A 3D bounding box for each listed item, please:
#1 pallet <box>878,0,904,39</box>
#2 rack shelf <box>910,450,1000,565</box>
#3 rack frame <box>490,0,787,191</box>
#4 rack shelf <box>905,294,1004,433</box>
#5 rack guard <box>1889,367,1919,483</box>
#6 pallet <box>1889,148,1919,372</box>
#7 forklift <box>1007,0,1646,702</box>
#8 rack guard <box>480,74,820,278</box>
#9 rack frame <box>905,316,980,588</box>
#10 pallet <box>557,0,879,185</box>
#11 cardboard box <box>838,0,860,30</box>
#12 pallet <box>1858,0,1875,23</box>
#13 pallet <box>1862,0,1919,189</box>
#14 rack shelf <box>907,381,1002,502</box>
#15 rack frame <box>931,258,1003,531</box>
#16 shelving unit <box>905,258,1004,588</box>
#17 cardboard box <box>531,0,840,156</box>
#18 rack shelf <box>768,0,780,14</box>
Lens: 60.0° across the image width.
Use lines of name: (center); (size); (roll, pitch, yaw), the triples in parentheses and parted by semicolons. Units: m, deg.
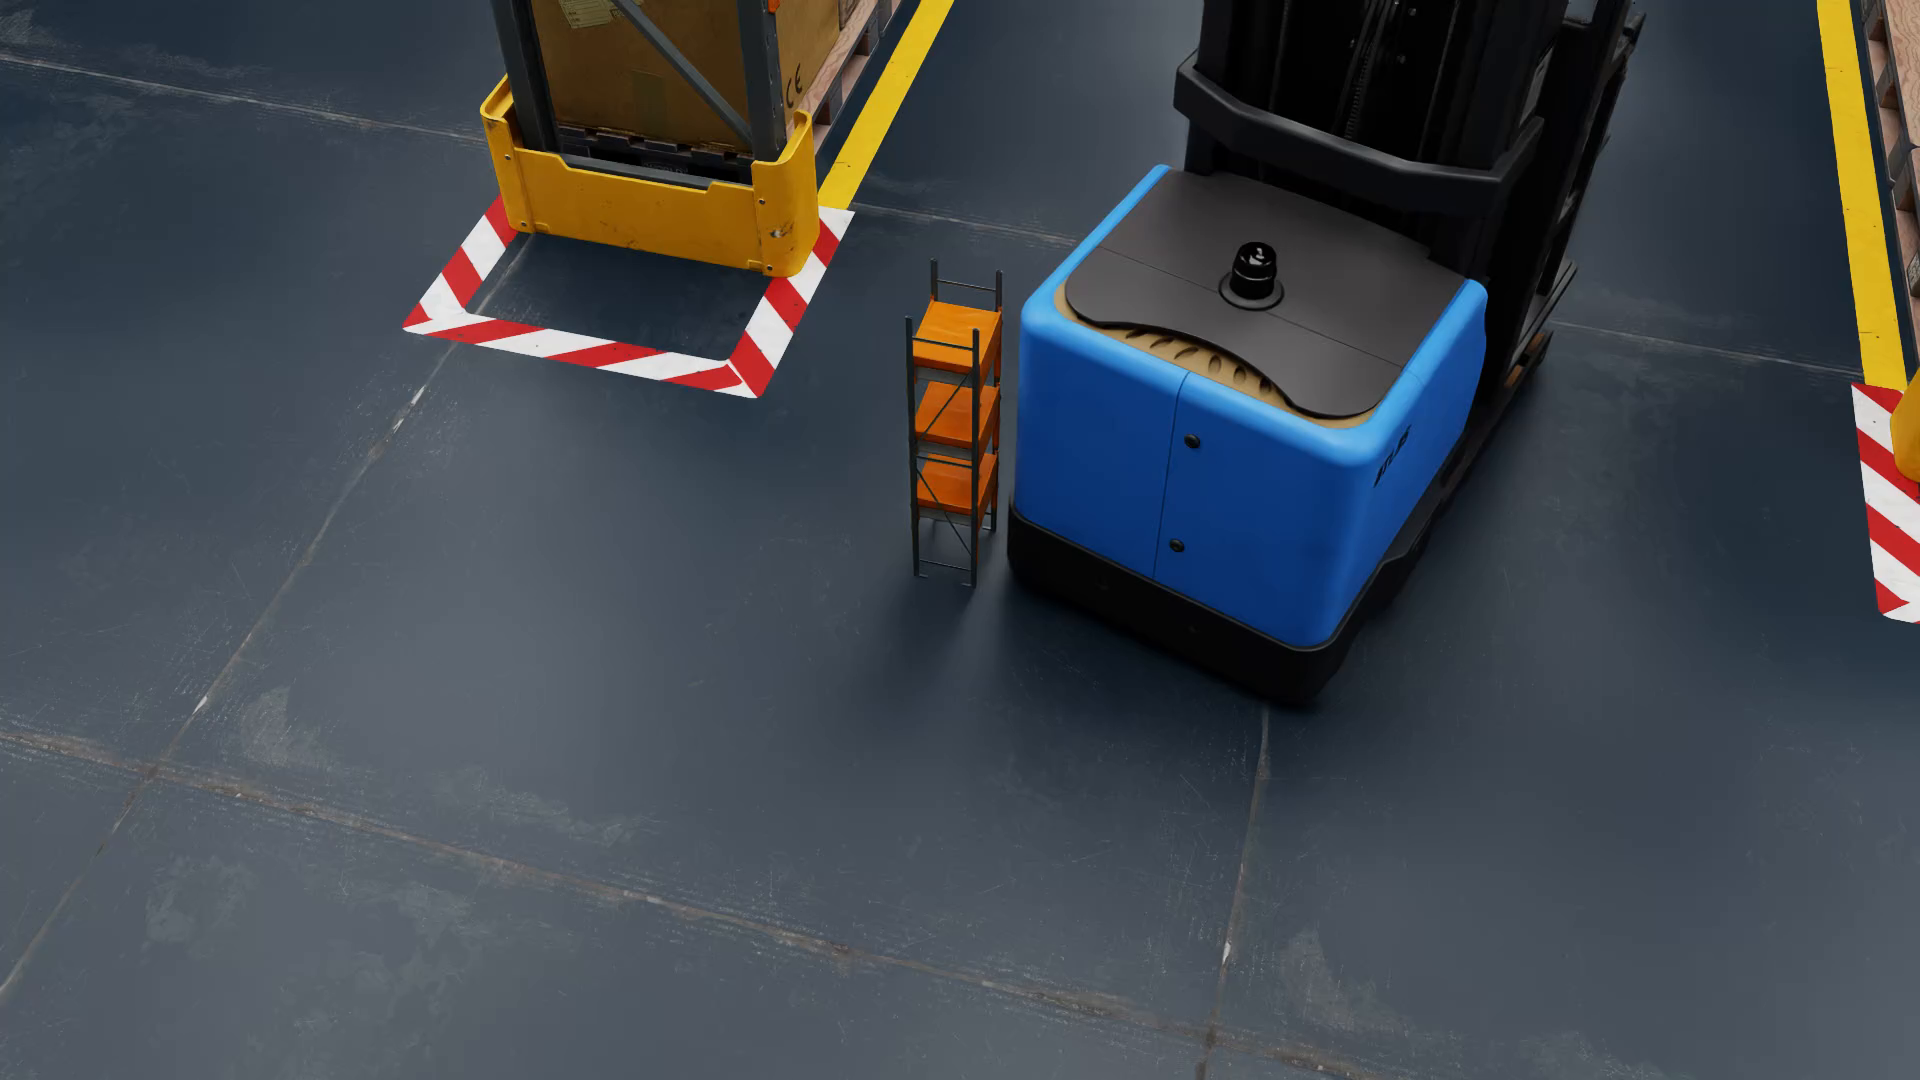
pallet: (-0.657, -2.749, 7.536); (1.003, 0.211, 1.213); (12, 50, 10)
rack shelf: (-0.014, -0.118, 5.039); (0.215, 0.259, 0.240); (12, 50, 10)
rack frame: (-1.115, -2.198, 5.190); (1.000, 3.000, 0.127); (12, 50, 10)
rack shelf: (-0.014, -0.489, 4.617); (0.215, 0.259, 0.240); (12, 50, 10)
rack guard: (3.670, -0.374, 5.247); (1.175, 0.500, 0.348); (12, 50, 10)
pallet: (3.918, -0.887, 5.892); (1.003, 0.211, 1.213); (12, 50, 10)
forklift: (1.373, -1.592, 4.701); (1.130, 2.935, 3.031); (26, 54, 21)
rack guard: (-1.121, -1.354, 6.111); (1.175, 0.500, 0.348); (12, 50, 10)
rack frame: (-0.046, -0.220, 4.744); (0.200, 1.050, 0.008); (12, 50, 10)
pallet: (-0.980, -1.869, 6.759); (1.003, 0.211, 1.213); (12, 50, 10)
cardboard box: (-0.784, -2.771, 6.832); (0.875, 0.875, 0.875); (12, 50, 10)
pallet: (4.560, -2.652, 7.450); (1.003, 0.211, 1.213); (12, 50, 10)
pallet: (4.241, -1.767, 6.669); (1.003, 0.211, 1.213); (12, 50, 10)
rack shelf: (-0.014, -0.302, 4.830); (0.215, 0.259, 0.240); (12, 50, 10)
rack frame: (0.018, -0.397, 4.900); (0.200, 1.050, 0.008); (12, 50, 10)
shelving unit: (-0.014, -0.309, 4.822); (0.215, 1.050, 0.252); (12, 50, 10)
cardboard box: (-1.024, -2.113, 6.251); (0.875, 0.875, 0.875); (12, 50, 10)
rack shelf: (-0.589, -3.407, 6.736); (1.077, 0.370, 4.000); (12, 50, 10)
